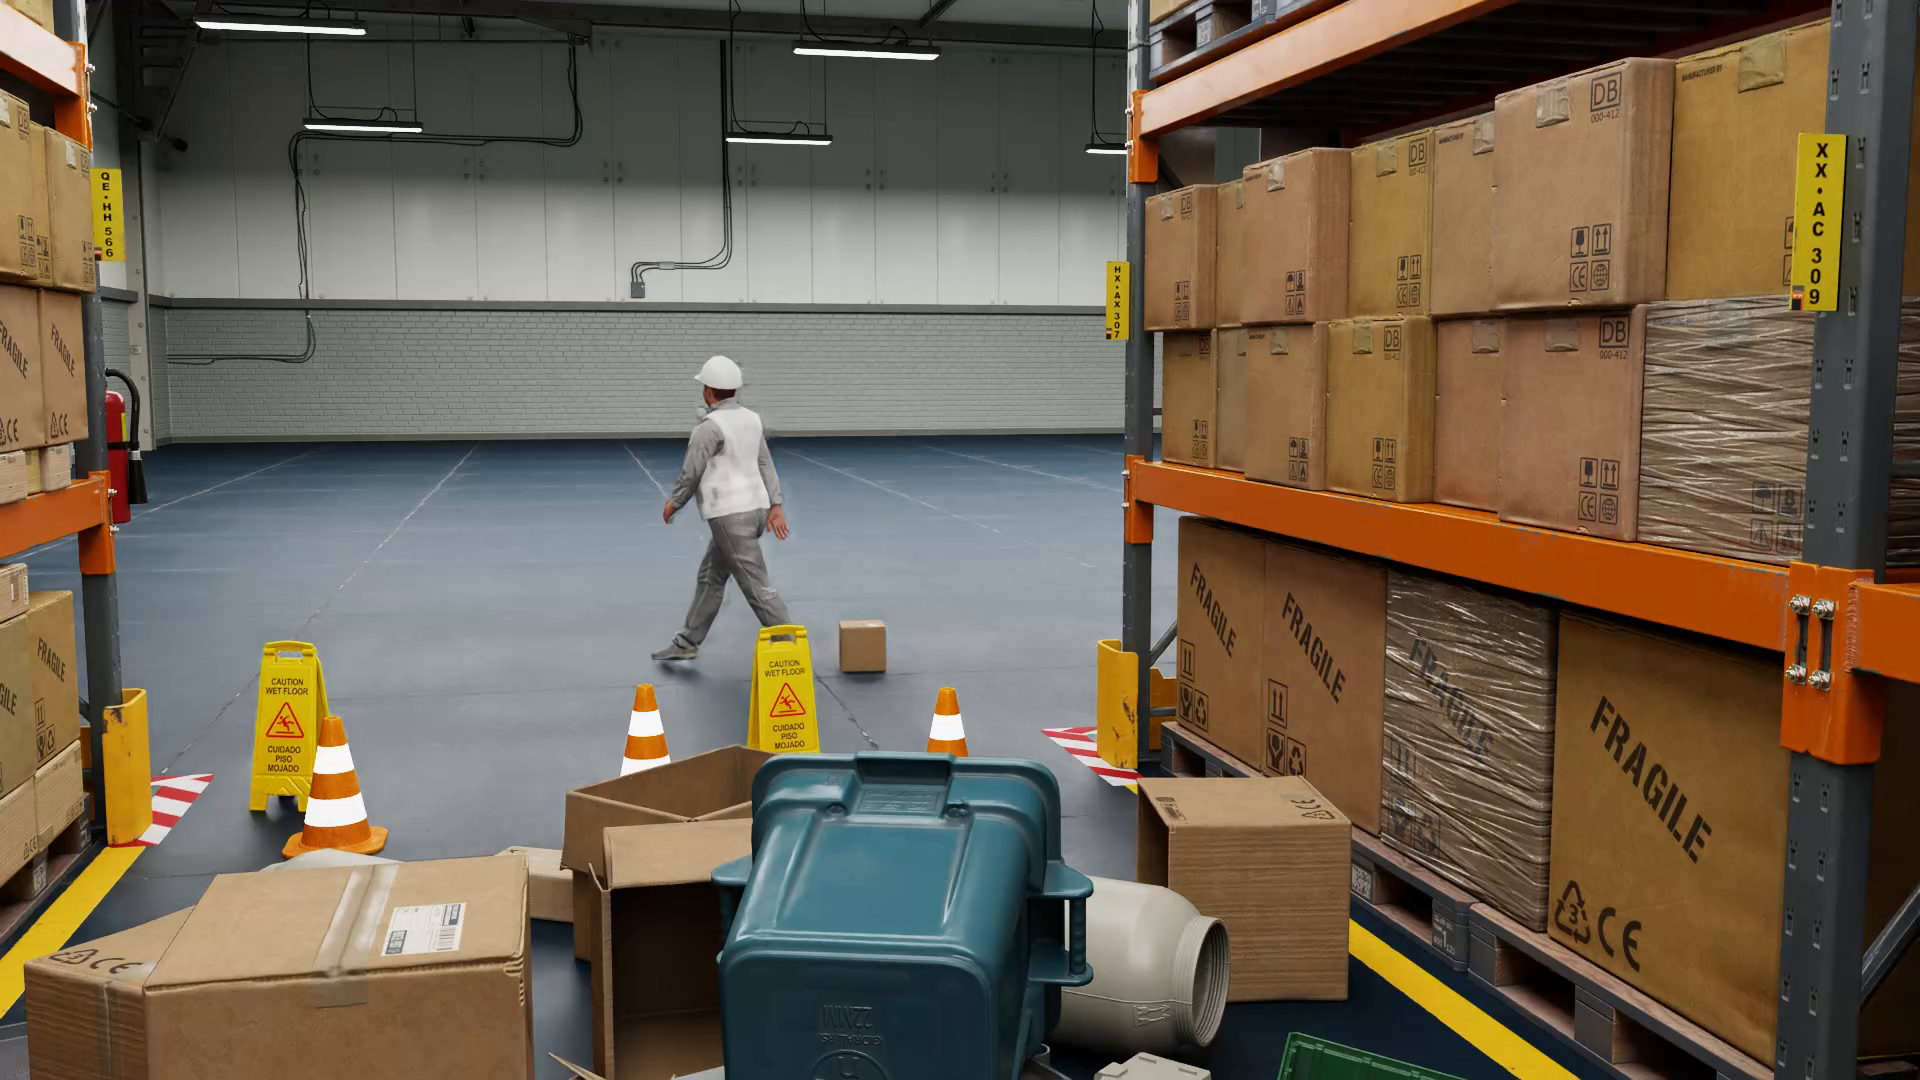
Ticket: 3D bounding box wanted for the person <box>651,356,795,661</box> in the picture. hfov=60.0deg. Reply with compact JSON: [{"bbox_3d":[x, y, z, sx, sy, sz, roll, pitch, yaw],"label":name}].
[{"bbox_3d":[-1.315,-0.147,9.177,0.994,1.726,0.516,2,6,16],"label":"person"}]
